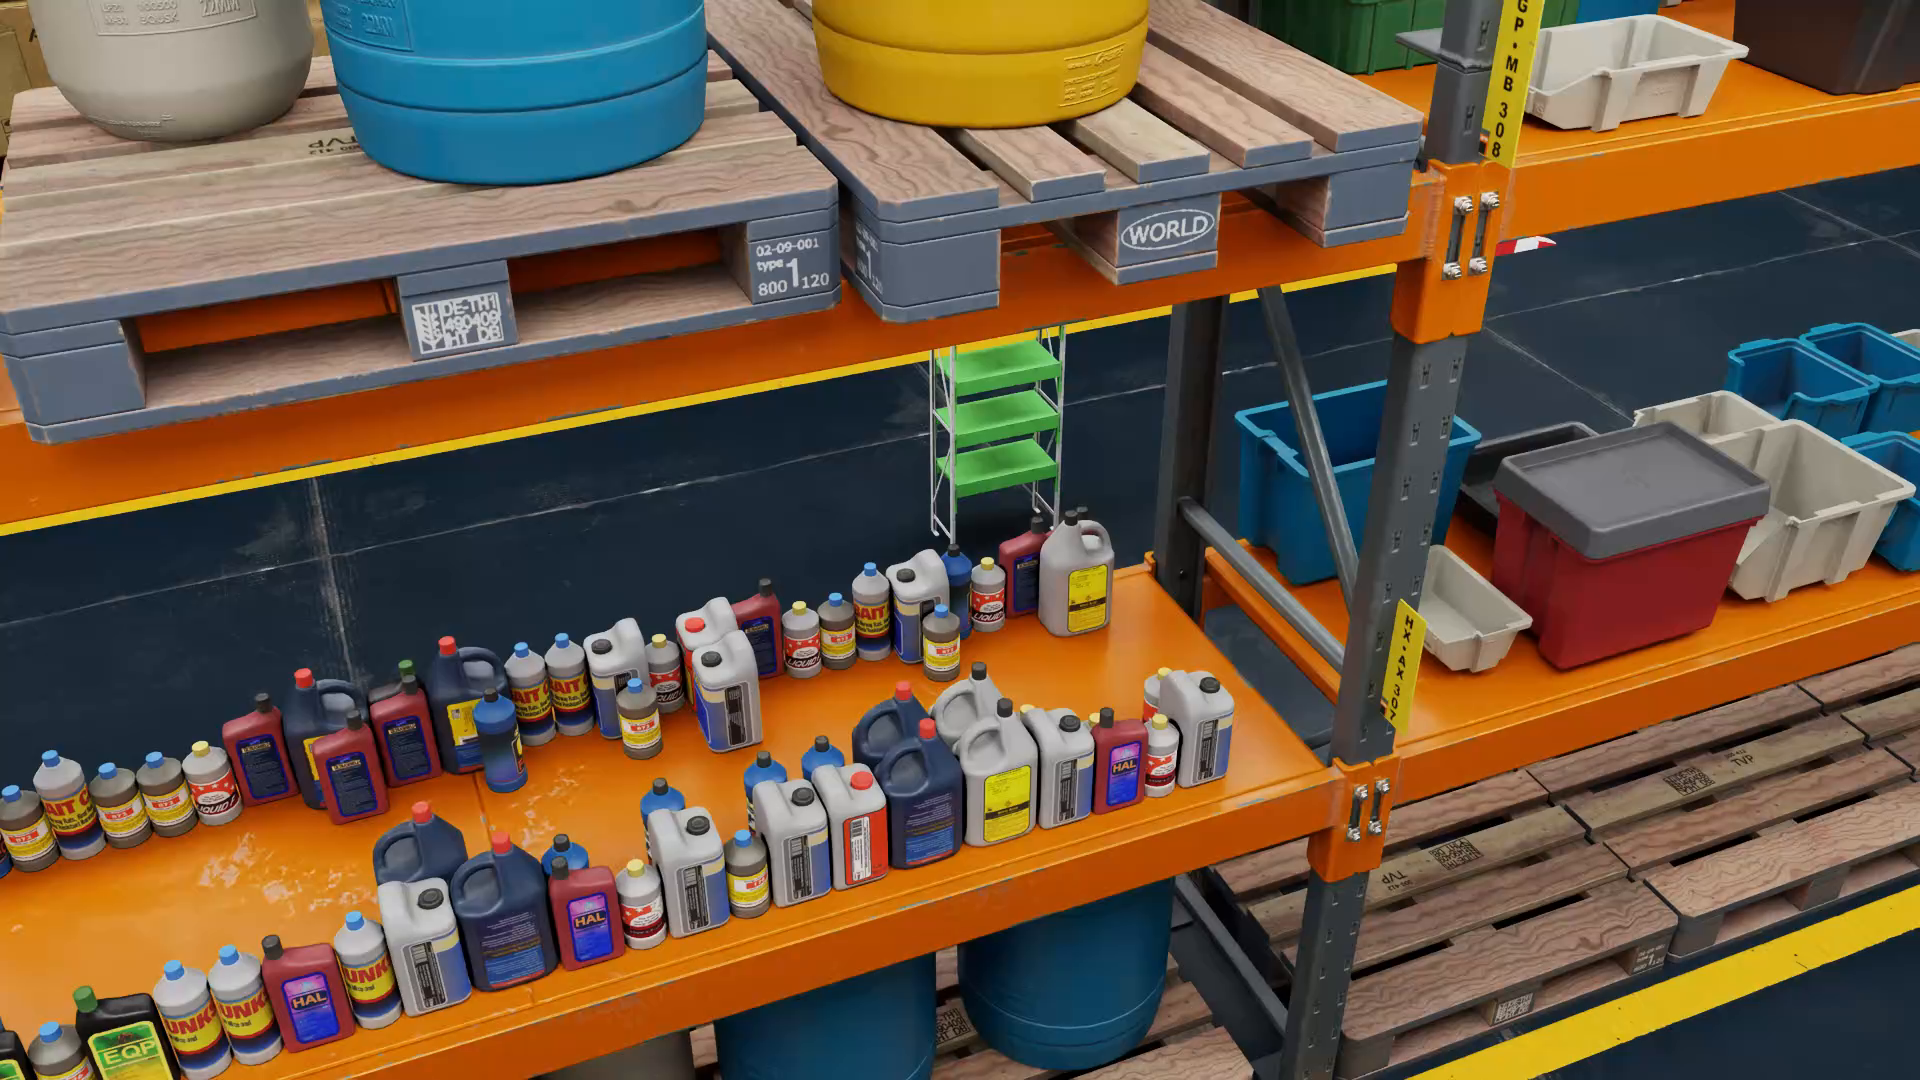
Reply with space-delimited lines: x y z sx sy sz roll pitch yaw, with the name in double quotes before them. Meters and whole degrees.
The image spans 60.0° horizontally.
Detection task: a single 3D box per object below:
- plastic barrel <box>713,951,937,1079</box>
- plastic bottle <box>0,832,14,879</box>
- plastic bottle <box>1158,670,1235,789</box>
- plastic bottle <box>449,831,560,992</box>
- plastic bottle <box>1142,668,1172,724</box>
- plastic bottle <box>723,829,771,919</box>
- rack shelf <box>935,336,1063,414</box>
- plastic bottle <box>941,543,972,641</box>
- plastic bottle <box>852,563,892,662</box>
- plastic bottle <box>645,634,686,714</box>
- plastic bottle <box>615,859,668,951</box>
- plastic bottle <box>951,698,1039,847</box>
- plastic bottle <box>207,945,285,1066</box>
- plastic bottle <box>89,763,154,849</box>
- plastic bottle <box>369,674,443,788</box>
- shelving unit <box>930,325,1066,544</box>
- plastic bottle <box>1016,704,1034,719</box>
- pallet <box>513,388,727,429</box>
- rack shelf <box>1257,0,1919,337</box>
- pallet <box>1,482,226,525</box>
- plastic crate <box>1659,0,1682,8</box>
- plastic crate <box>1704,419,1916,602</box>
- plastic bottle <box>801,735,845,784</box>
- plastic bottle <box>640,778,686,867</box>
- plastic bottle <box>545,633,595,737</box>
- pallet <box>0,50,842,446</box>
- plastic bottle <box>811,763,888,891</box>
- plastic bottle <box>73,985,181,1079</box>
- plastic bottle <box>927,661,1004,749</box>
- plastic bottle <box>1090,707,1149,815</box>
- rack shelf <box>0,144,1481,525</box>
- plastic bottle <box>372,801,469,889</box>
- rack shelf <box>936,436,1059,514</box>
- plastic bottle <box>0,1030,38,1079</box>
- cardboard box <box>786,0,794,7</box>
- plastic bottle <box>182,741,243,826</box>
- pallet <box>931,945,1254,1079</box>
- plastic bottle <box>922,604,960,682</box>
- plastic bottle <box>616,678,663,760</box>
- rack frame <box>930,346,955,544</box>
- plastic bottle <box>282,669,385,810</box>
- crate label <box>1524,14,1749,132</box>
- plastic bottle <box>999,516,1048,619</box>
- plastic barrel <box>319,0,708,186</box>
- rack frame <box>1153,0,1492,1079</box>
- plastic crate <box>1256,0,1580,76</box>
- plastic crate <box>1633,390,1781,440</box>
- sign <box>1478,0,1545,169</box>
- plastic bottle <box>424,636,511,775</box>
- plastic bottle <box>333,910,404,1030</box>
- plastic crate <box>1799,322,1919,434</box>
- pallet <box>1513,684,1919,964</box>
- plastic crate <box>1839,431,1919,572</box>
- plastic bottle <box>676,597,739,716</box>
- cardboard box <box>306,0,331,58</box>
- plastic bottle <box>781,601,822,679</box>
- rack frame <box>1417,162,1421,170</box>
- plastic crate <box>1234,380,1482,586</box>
"plastic barrel" -0.362 1.091 4.361 0.708 0.901 0.600 -13 35 -19
"plastic bottle" -2.176 0.625 3.656 0.097 0.271 0.097 0 33 0
"plastic bottle" 0.560 0.430 3.953 0.135 0.276 0.152 -13 35 -19
"plastic bottle" -0.938 0.744 3.402 0.185 0.351 0.144 -13 35 -19
"plastic bottle" 0.495 0.402 4.064 0.097 0.201 0.097 0 33 0
"plastic bottle" -0.462 0.711 3.589 0.097 0.201 0.097 0 33 0
"rack shelf" 0.153 -0.685 6.880 0.480 0.148 0.258 -13 35 -19
"plastic bottle" -0.017 0.131 4.416 0.097 0.271 0.097 0 33 0
"plastic bottle" -0.230 0.180 4.341 0.097 0.271 0.097 0 33 0
"plastic bottle" -0.747 0.328 4.178 0.097 0.201 0.097 0 33 0
"plastic bottle" -0.676 0.760 3.513 0.097 0.201 0.097 0 33 0
"plastic bottle" 0.078 0.511 3.759 0.185 0.351 0.144 -13 35 -19
"plastic bottle" -1.396 0.896 3.241 0.097 0.271 0.097 0 33 0
"plastic bottle" -1.907 0.593 3.770 0.097 0.201 0.097 0 33 0
"plastic bottle" -1.311 0.448 3.919 0.133 0.283 0.061 -13 35 -19
"shelving unit" 0.153 -0.538 6.976 0.503 1.200 0.258 -13 35 -19
"plastic bottle" 0.158 0.479 3.945 0.097 0.201 0.097 0 33 0
"pallet" -1.851 -1.000 8.594 1.213 0.211 1.003 -13 35 -19
"rack shelf" 2.643 -1.246 4.324 4.000 0.370 1.077 -13 35 -19
"pallet" -4.100 -0.485 7.802 1.213 0.211 1.003 -13 35 -19
"plastic crate" 1.824 -1.475 4.258 0.466 0.136 0.293 -13 35 -19
"plastic crate" 2.278 -0.073 4.666 0.530 0.282 0.437 -13 35 -19
"plastic bottle" -0.307 0.556 3.762 0.097 0.271 0.097 0 33 0
"plastic bottle" -0.645 0.634 3.643 0.097 0.271 0.097 0 33 0
"plastic bottle" -0.961 0.347 4.084 0.097 0.271 0.097 0 33 0
"pallet" -0.931 -0.591 2.830 1.213 0.211 1.003 -13 35 -19
"plastic bottle" -0.241 0.613 3.671 0.135 0.276 0.152 -13 35 -19
"plastic bottle" -1.585 0.945 3.155 0.133 0.283 0.061 -13 35 -19
"plastic bottle" 0.022 0.439 3.871 0.185 0.351 0.144 -13 35 -19
"plastic bottle" 0.365 0.498 3.841 0.133 0.283 0.061 -13 35 -19
"rack shelf" -1.045 -0.402 3.026 4.000 0.370 1.077 -13 35 -19
"plastic bottle" -1.121 0.696 3.476 0.185 0.351 0.144 -13 35 -19
"rack shelf" 0.153 -0.283 7.142 0.480 0.148 0.258 -13 35 -19
"plastic bottle" -1.797 0.994 3.080 0.133 0.283 0.061 -13 35 -19
"cardboard box" -0.572 -2.779 7.762 0.500 0.500 0.500 -12 35 -18
"plastic bottle" -1.727 0.552 3.833 0.097 0.201 0.097 0 33 0
"pallet" 0.071 1.443 4.839 1.213 0.211 1.003 -13 35 -19
"plastic bottle" -0.047 0.257 4.286 0.097 0.201 0.097 0 33 0
"plastic bottle" -0.778 0.425 4.029 0.097 0.201 0.097 0 33 0
"rack frame" -0.072 -0.486 6.897 0.015 1.200 0.240 -13 35 -19
"plastic bottle" -1.465 0.443 3.864 0.185 0.351 0.144 -13 35 -19
"crate label" 1.362 -0.973 3.486 0.466 0.136 0.293 -13 35 -19
"plastic bottle" 0.172 0.072 4.496 0.133 0.283 0.061 -13 35 -19
"plastic barrel" -0.716 -1.074 2.556 0.708 0.901 0.600 -13 35 -19
"rack frame" 0.799 0.132 4.297 0.127 3.000 1.000 -13 35 -19
"plastic crate" 1.072 -1.278 3.908 0.662 0.188 0.450 -13 35 -19
"plastic crate" 2.288 -0.301 5.150 0.466 0.136 0.293 -13 35 -19
"sign" 1.010 -0.852 3.051 0.005 0.325 0.100 -13 35 -19
"plastic bottle" -1.171 0.376 3.967 0.185 0.351 0.144 -13 35 -19
"plastic bottle" -1.183 0.847 3.316 0.097 0.271 0.097 0 33 0
"plastic crate" 2.918 -0.503 5.371 0.300 0.233 0.416 -13 35 -19
"pallet" 2.588 0.866 5.725 1.213 0.211 1.003 -13 35 -19
"plastic crate" 2.693 -0.105 4.760 0.300 0.233 0.416 -13 35 -19
"plastic bottle" -0.629 0.286 4.174 0.135 0.276 0.152 -13 35 -19
"cardboard box" -2.720 -2.174 7.363 0.500 0.500 0.700 -23 39 -31
"plastic bottle" -0.410 0.250 4.297 0.097 0.201 0.097 0 33 0
"rack frame" 2.573 -3.204 9.424 0.127 3.000 1.000 -13 35 -19
"plastic crate" 1.097 -0.157 4.700 0.575 0.384 0.392 -13 35 -19
